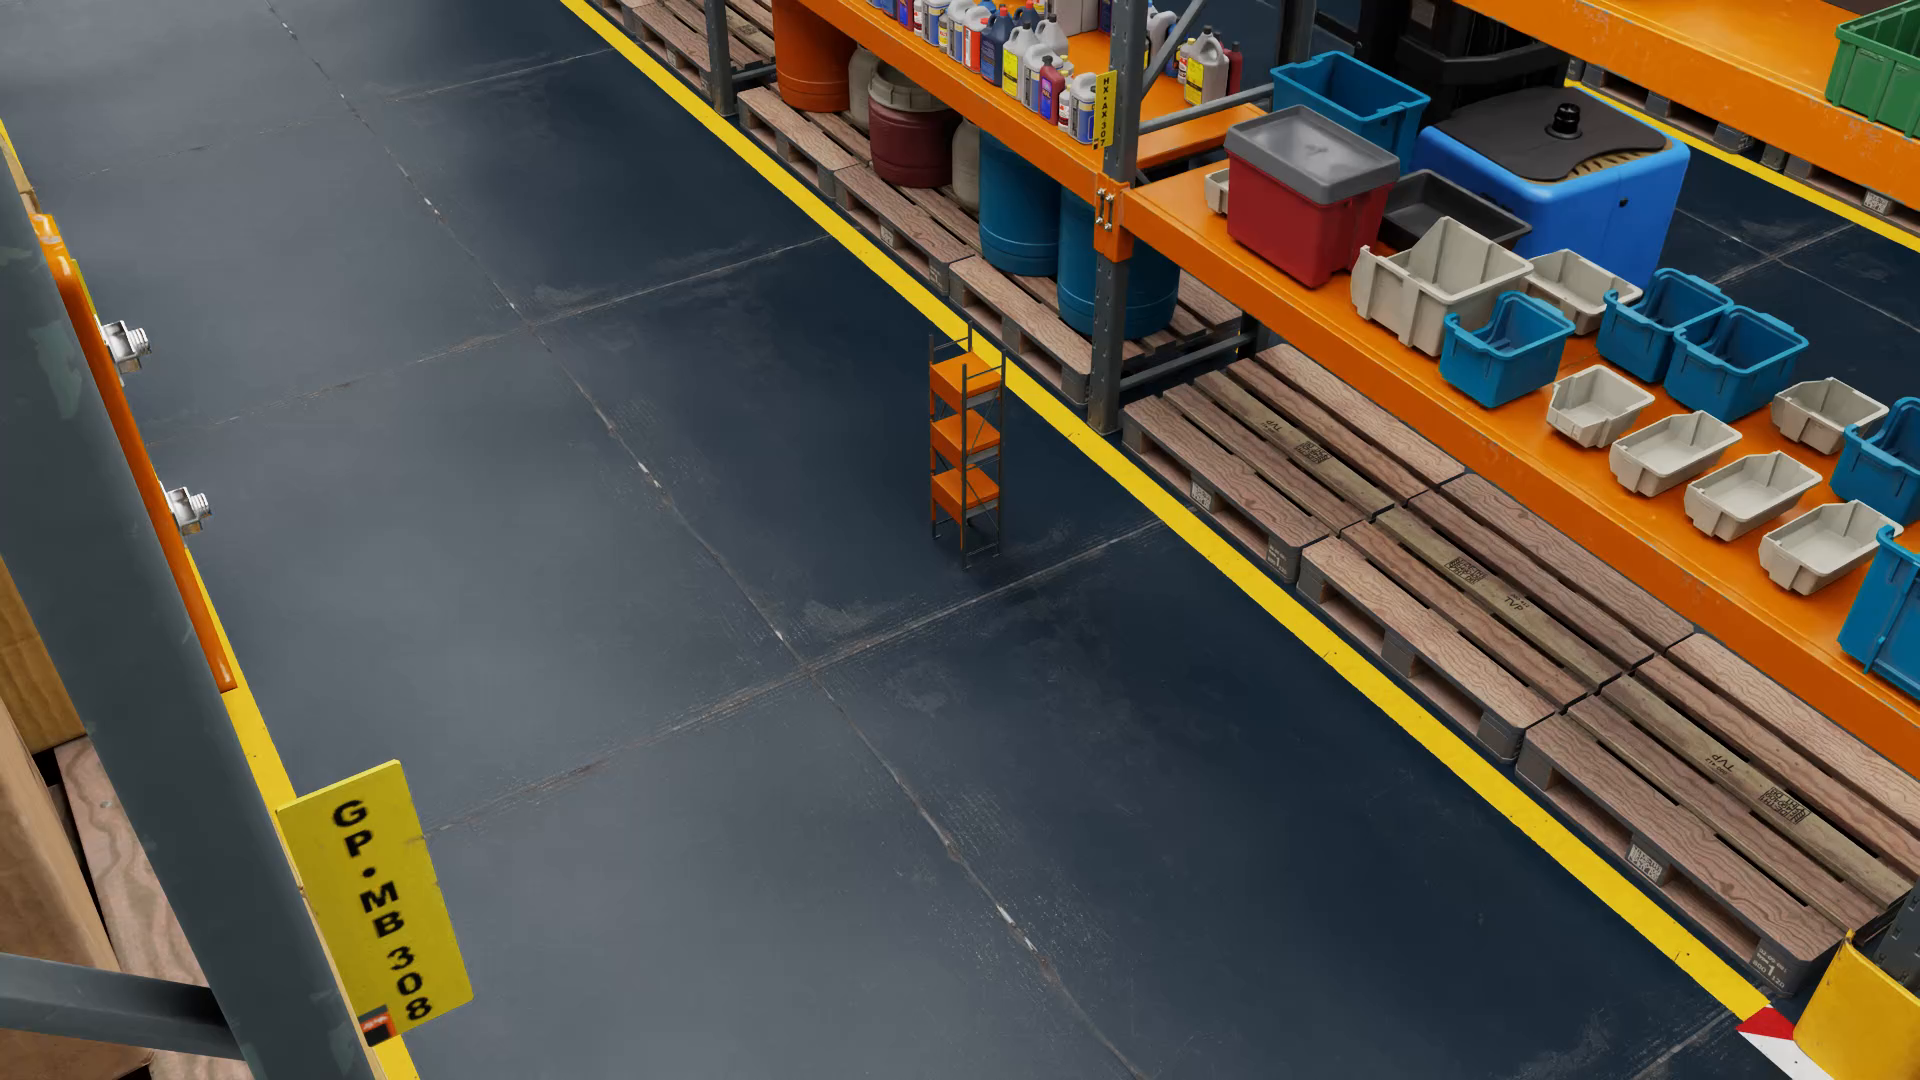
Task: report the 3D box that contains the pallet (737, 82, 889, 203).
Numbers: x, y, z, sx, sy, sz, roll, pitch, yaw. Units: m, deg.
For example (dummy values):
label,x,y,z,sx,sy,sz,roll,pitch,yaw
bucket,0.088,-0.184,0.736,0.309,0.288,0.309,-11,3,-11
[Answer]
label,x,y,z,sx,sy,sz,roll,pitch,yaw
pallet,-0.636,-2.513,10.101,1.003,0.211,1.213,-22,45,-24

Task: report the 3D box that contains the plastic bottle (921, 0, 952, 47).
label,x,y,z,sx,sy,sz,roll,pitch,yaw
plastic bottle,-0.093,-2.558,8.073,0.152,0.276,0.135,-22,45,-24

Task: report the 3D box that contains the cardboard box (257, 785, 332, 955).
label,x,y,z,sx,sy,sz,roll,pitch,yaw
cardboard box,-1.552,0.783,3.266,0.500,0.500,0.500,-23,45,-26

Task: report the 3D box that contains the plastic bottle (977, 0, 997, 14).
label,x,y,z,sx,sy,sz,roll,pitch,yaw
plastic bottle,0.127,-2.484,7.988,0.097,0.271,0.097,0,40,0

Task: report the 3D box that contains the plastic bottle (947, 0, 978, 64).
label,x,y,z,sx,sy,sz,roll,pitch,yaw
plastic bottle,0.032,-2.433,7.923,0.152,0.276,0.135,-22,45,-24

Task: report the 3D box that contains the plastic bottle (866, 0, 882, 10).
label,x,y,z,sx,sy,sz,roll,pitch,yaw
plastic bottle,-0.389,-2.855,8.430,0.152,0.276,0.135,-22,45,-24

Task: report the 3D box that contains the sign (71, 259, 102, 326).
label,x,y,z,sx,sy,sz,roll,pitch,yaw
sign,-2.653,-0.687,4.993,0.100,0.325,0.005,-22,45,-24

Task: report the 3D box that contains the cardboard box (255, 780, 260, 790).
label,x,y,z,sx,sy,sz,roll,pitch,yaw
cardboard box,-1.988,0.710,4.251,0.380,0.149,0.250,-23,45,-25

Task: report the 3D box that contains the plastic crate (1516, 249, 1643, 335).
label,x,y,z,sx,sy,sz,roll,pitch,yaw
plastic crate,2.246,-0.922,6.173,0.293,0.136,0.466,-22,45,-24

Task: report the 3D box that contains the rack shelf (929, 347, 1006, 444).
label,x,y,z,sx,sy,sz,roll,pitch,yaw
rack shelf,0.029,-0.584,6.704,0.215,0.259,0.240,-22,45,-24

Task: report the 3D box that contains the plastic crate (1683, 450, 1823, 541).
label,x,y,z,sx,sy,sz,roll,pitch,yaw
plastic crate,2.472,-0.139,5.233,0.396,0.136,0.243,-22,45,-24

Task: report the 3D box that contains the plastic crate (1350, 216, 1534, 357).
label,x,y,z,sx,sy,sz,roll,pitch,yaw
plastic crate,1.722,-0.927,6.065,0.437,0.282,0.530,-22,45,-24

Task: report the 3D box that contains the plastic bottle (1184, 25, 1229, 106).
label,x,y,z,sx,sy,sz,roll,pitch,yaw
plastic bottle,1.118,-2.141,7.515,0.144,0.351,0.185,-22,45,-24

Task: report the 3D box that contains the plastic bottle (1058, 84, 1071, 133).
label,x,y,z,sx,sy,sz,roll,pitch,yaw
plastic bottle,0.486,-1.915,7.360,0.097,0.201,0.097,0,40,0

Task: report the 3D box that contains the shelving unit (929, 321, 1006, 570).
label,x,y,z,sx,sy,sz,roll,pitch,yaw
shelving unit,0.029,-0.374,6.879,0.215,1.050,0.252,-22,45,-24

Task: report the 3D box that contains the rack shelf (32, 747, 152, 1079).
label,x,y,z,sx,sy,sz,roll,pitch,yaw
rack shelf,-2.044,0.072,3.040,1.077,0.370,4.000,-22,45,-24

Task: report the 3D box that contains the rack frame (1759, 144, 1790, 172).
label,x,y,z,sx,sy,sz,roll,pitch,yaw
rack frame,5.235,-3.540,9.155,1.000,3.000,0.127,-22,45,-24

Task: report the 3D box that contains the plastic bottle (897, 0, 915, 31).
label,x,y,z,sx,sy,sz,roll,pitch,yaw
plastic bottle,-0.256,-2.670,8.202,0.061,0.283,0.133,-22,45,-24

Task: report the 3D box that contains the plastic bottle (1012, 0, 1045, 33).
label,x,y,z,sx,sy,sz,roll,pitch,yaw
plastic bottle,0.308,-2.351,7.766,0.144,0.351,0.185,-22,45,-24

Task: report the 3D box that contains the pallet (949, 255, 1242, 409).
label,x,y,z,sx,sy,sz,roll,pitch,yaw
pallet,0.676,-1.196,8.521,1.003,0.211,1.213,-22,45,-24

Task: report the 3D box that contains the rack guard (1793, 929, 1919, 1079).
label,x,y,z,sx,sy,sz,roll,pitch,yaw
rack guard,3.231,1.291,5.310,1.175,0.500,0.348,-22,45,-24

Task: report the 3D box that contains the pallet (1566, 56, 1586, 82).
label,x,y,z,sx,sy,sz,roll,pitch,yaw
pallet,4.105,-3.554,11.350,1.003,0.211,1.213,-22,45,-24

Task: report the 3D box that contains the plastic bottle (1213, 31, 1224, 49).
label,x,y,z,sx,sy,sz,roll,pitch,yaw
plastic bottle,1.147,-2.209,7.649,0.061,0.283,0.133,-22,45,-24

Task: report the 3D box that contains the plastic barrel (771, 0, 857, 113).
label,x,y,z,sx,sy,sz,roll,pitch,yaw
plastic barrel,-0.817,-3.065,9.953,0.600,0.830,0.708,-22,45,-24

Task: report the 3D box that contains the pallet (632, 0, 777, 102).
label,x,y,z,sx,sy,sz,roll,pitch,yaw
pallet,-1.478,-3.356,11.113,1.003,0.211,1.213,-22,45,-24

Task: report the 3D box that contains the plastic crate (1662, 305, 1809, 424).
label,x,y,z,sx,sy,sz,roll,pitch,yaw
plastic crate,2.644,-0.594,5.703,0.416,0.233,0.300,-22,45,-24

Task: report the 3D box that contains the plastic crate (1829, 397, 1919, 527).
label,x,y,z,sx,sy,sz,roll,pitch,yaw
plastic crate,2.998,-0.239,5.277,0.416,0.233,0.300,-22,45,-24

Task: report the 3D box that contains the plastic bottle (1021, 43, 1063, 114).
label,x,y,z,sx,sy,sz,roll,pitch,yaw
plastic bottle,0.375,-2.088,7.509,0.152,0.276,0.135,-22,45,-24

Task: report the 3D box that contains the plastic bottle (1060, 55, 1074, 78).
label,x,y,z,sx,sy,sz,roll,pitch,yaw
plastic bottle,0.470,-2.112,7.597,0.097,0.201,0.097,0,40,0

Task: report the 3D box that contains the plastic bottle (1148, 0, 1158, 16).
label,x,y,z,sx,sy,sz,roll,pitch,yaw
plastic bottle,0.893,-2.438,7.933,0.097,0.271,0.097,0,40,0

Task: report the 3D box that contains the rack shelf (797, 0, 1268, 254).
label,x,y,z,sx,sy,sz,roll,pitch,yaw
rack shelf,-0.019,-2.640,8.637,1.077,0.370,4.000,-22,45,-24

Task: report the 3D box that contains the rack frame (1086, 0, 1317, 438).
label,x,y,z,sx,sy,sz,roll,pitch,yaw
rack frame,1.056,-1.837,7.111,1.000,3.000,0.127,-22,45,-24

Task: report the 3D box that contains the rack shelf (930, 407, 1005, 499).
label,x,y,z,sx,sy,sz,roll,pitch,yaw
rack shelf,0.029,-0.366,6.886,0.215,0.259,0.240,-22,45,-24

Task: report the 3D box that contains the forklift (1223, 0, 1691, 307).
label,x,y,z,sx,sy,sz,roll,pitch,yaw
forklift,2.310,-2.829,8.355,1.130,2.935,3.031,-19,43,-22

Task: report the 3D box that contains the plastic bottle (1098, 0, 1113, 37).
label,x,y,z,sx,sy,sz,roll,pitch,yaw
plastic bottle,0.741,-2.616,8.138,0.061,0.283,0.133,-22,45,-24

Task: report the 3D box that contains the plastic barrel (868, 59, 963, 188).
label,x,y,z,sx,sy,sz,roll,pitch,yaw
plastic barrel,-0.210,-2.363,9.298,0.600,0.588,0.708,-22,45,-24

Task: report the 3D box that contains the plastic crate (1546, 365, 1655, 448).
label,x,y,z,sx,sy,sz,roll,pitch,yaw
plastic crate,2.127,-0.434,5.587,0.298,0.136,0.250,-22,45,-24

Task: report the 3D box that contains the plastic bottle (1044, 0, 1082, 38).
label,x,y,z,sx,sy,sz,roll,pitch,yaw
plastic bottle,0.502,-2.618,8.145,0.152,0.276,0.135,-22,45,-24

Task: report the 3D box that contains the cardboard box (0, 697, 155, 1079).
label,x,y,z,sx,sy,sz,roll,pitch,yaw
cardboard box,-1.294,0.374,1.630,0.700,0.500,0.500,-25,46,-27

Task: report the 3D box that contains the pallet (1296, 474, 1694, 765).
label,x,y,z,sx,sy,sz,roll,pitch,yaw
pallet,2.144,0.277,6.753,1.003,0.211,1.213,-22,45,-24

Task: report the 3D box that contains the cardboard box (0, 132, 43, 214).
label,x,y,z,sx,sy,sz,roll,pitch,yaw
cardboard box,-4.917,-1.256,7.746,1.225,0.875,0.875,-24,46,-26

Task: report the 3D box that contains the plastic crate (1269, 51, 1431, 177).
label,x,y,z,sx,sy,sz,roll,pitch,yaw
plastic crate,1.595,-1.719,6.936,0.392,0.384,0.575,-22,45,-24

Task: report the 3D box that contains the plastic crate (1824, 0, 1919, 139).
label,x,y,z,sx,sy,sz,roll,pitch,yaw
plastic crate,2.436,-1.183,4.149,0.450,0.188,0.336,-22,45,-24

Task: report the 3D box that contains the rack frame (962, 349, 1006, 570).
label,x,y,z,sx,sy,sz,roll,pitch,yaw
rack frame,0.094,-0.309,6.800,0.200,1.050,0.008,-22,45,-24

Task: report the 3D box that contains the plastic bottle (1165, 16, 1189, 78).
label,x,y,z,sx,sy,sz,roll,pitch,yaw
plastic bottle,1.017,-2.313,7.783,0.097,0.271,0.097,0,40,0

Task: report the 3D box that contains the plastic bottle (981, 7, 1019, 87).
label,x,y,z,sx,sy,sz,roll,pitch,yaw
plastic bottle,0.187,-2.301,7.707,0.144,0.351,0.185,-22,45,-24

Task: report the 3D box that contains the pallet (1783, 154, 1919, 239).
label,x,y,z,sx,sy,sz,roll,pitch,yaw
pallet,5.603,-2.097,9.602,1.003,0.211,1.213,-22,45,-24

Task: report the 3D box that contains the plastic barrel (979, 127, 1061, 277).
label,x,y,z,sx,sy,sz,roll,pitch,yaw
plastic barrel,0.397,-1.874,8.467,0.600,0.901,0.708,-22,45,-24
